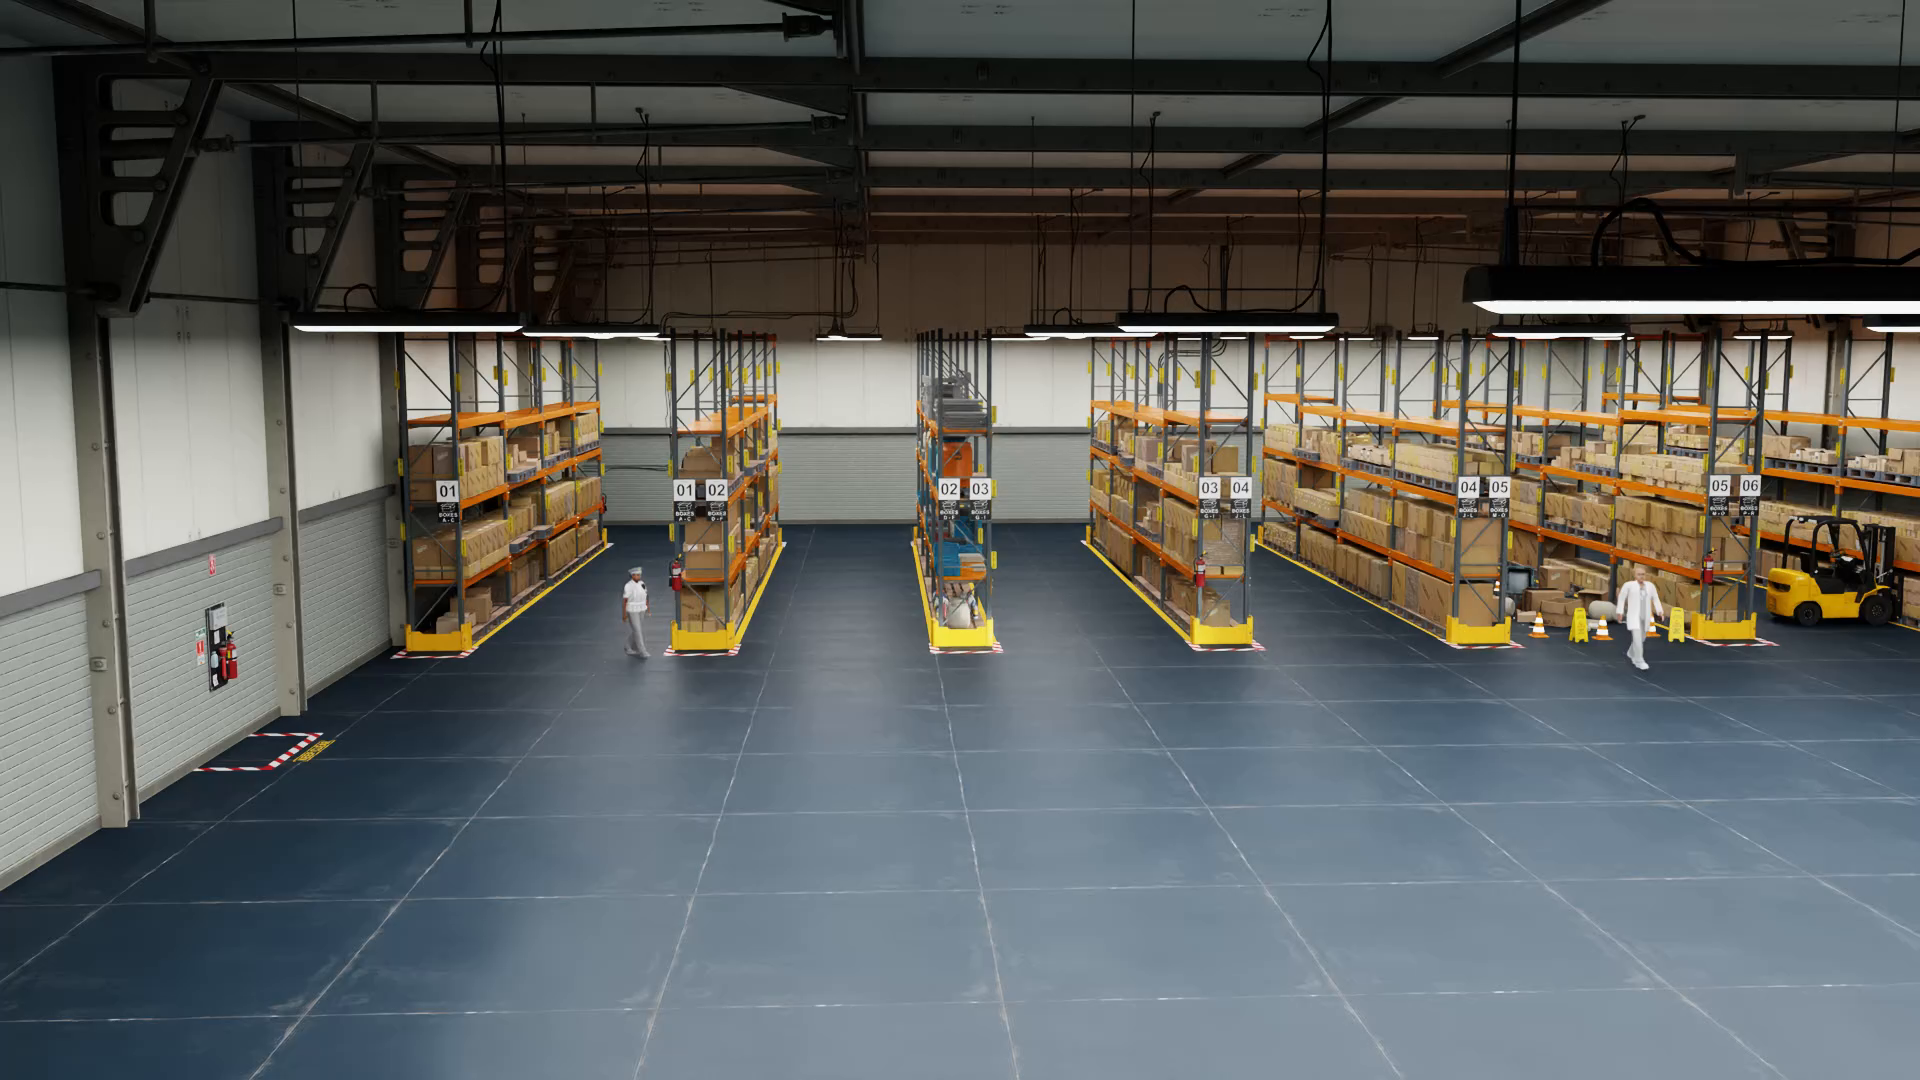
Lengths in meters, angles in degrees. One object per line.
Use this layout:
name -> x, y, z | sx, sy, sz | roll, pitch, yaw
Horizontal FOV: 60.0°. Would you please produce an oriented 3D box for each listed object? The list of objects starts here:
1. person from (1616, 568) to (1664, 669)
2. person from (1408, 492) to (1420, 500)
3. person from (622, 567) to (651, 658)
person -> 12.061, 1.377, 29.513 | 0.687, 1.787, 0.927 | 0, 7, -4
person -> 13.490, -0.929, 49.268 | 0.628, 1.665, 0.491 | -1, 7, -4
person -> -5.880, 1.313, 30.414 | 0.936, 1.630, 0.512 | 4, 8, 33
